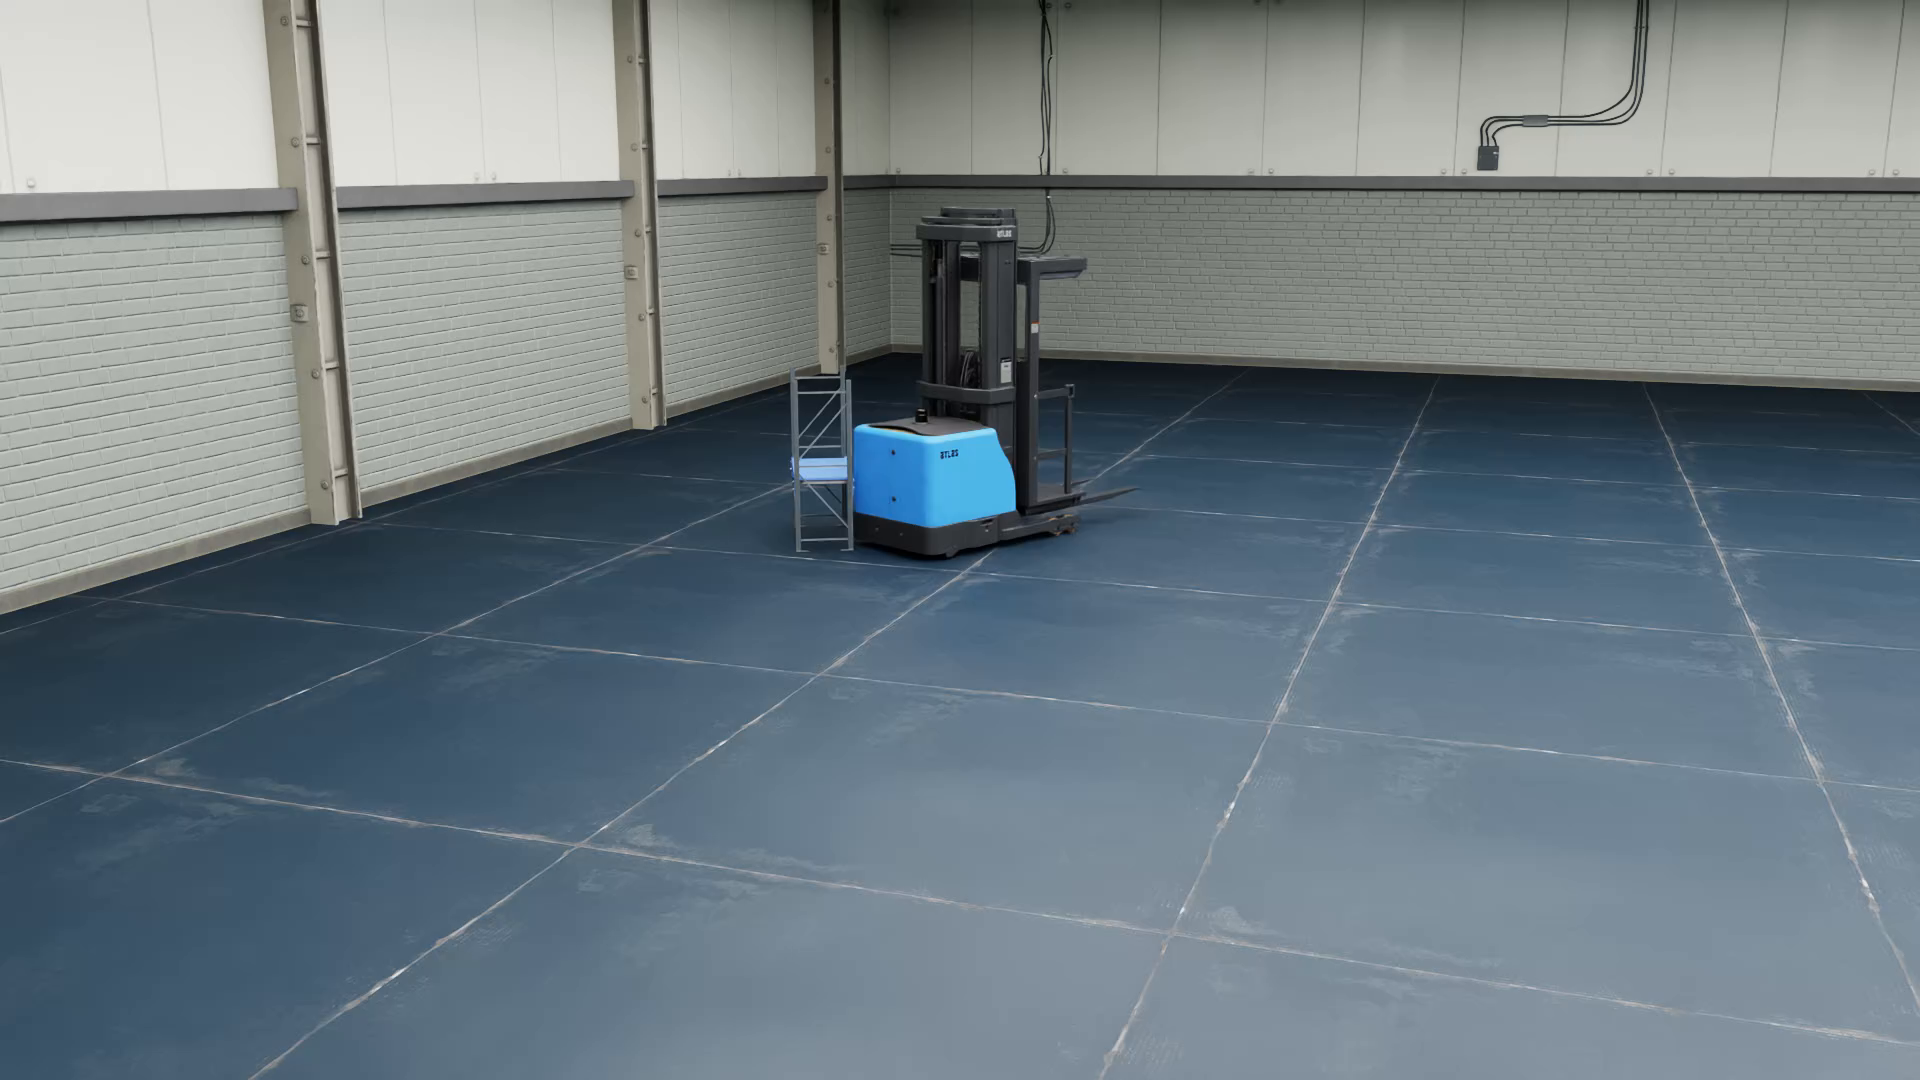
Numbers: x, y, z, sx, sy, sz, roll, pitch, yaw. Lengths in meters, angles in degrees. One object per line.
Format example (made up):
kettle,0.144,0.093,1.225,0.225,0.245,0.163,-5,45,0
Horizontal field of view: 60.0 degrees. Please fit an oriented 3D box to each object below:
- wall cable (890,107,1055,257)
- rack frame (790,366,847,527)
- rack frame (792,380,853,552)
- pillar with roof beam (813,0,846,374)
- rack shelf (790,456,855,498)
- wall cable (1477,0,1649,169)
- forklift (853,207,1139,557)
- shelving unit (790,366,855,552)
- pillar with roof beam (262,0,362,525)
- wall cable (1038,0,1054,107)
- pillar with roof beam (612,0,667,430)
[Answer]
wall cable,0.147,-6.116,28.538,3.097,2.526,0.112,4,14,18
rack frame,-1.306,-0.859,15.383,0.500,1.500,0.032,-2,13,-7
rack frame,-1.184,-0.635,14.399,0.500,1.500,0.032,-2,13,-7
pillar with roof beam,2.016,-6.795,24.534,9.100,9.000,0.400,4,14,18
rack shelf,-1.245,-0.572,14.931,0.538,0.185,1.000,-2,13,-7
wall cable,9.125,-8.601,24.805,2.305,6.003,0.169,4,14,18
forklift,0.449,-1.541,15.153,1.130,2.935,3.031,12,18,43
shelving unit,-1.245,-0.747,14.891,0.538,1.500,1.048,-2,13,-7
pillar with roof beam,-1.866,-4.268,13.464,9.100,9.000,0.400,4,14,18
wall cable,2.707,-8.383,27.123,3.097,2.526,0.112,4,14,18
pillar with roof beam,0.075,-5.531,18.999,9.100,9.000,0.400,4,14,18
